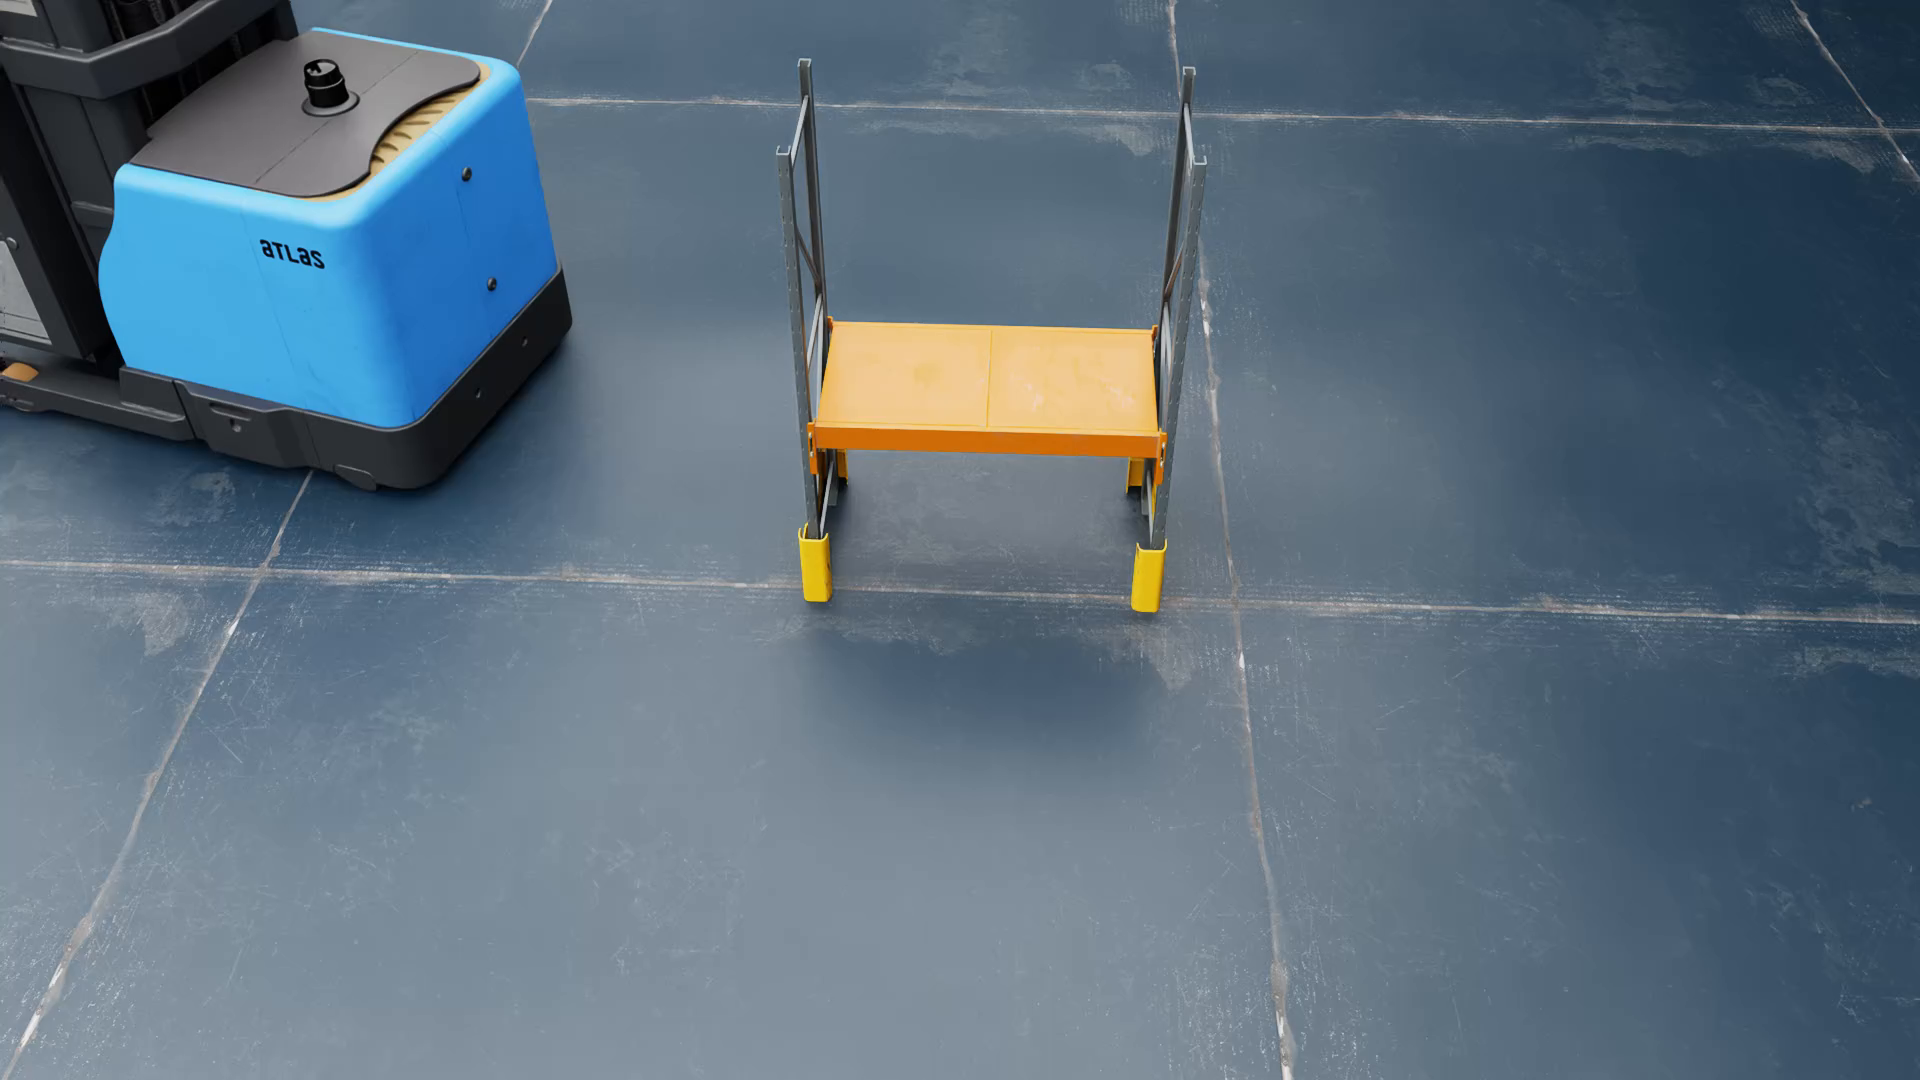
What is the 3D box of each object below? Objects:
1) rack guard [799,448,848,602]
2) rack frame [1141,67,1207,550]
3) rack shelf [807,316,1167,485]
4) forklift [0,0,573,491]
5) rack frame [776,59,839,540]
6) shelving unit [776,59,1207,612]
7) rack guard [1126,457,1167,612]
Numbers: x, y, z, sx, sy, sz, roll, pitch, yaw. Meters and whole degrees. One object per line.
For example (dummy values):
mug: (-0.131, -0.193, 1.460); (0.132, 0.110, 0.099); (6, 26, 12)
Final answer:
rack guard: (-0.421, -0.104, 5.179); (0.087, 0.250, 0.587); (2, 43, 2)
rack frame: (0.593, -0.531, 4.719); (0.032, 1.500, 0.500); (2, 43, 2)
rack shelf: (0.085, -0.415, 4.859); (1.000, 0.185, 0.538); (2, 43, 2)
forklift: (-2.966, -1.839, 5.074); (3.031, 2.935, 1.130); (13, 45, 14)
rack frame: (-0.423, -0.562, 4.753); (0.032, 1.500, 0.500); (2, 43, 2)
shelving unit: (0.076, -0.546, 4.736); (1.083, 1.500, 0.587); (2, 43, 2)
rack guard: (0.574, -0.074, 5.146); (0.087, 0.250, 0.587); (2, 43, 2)
